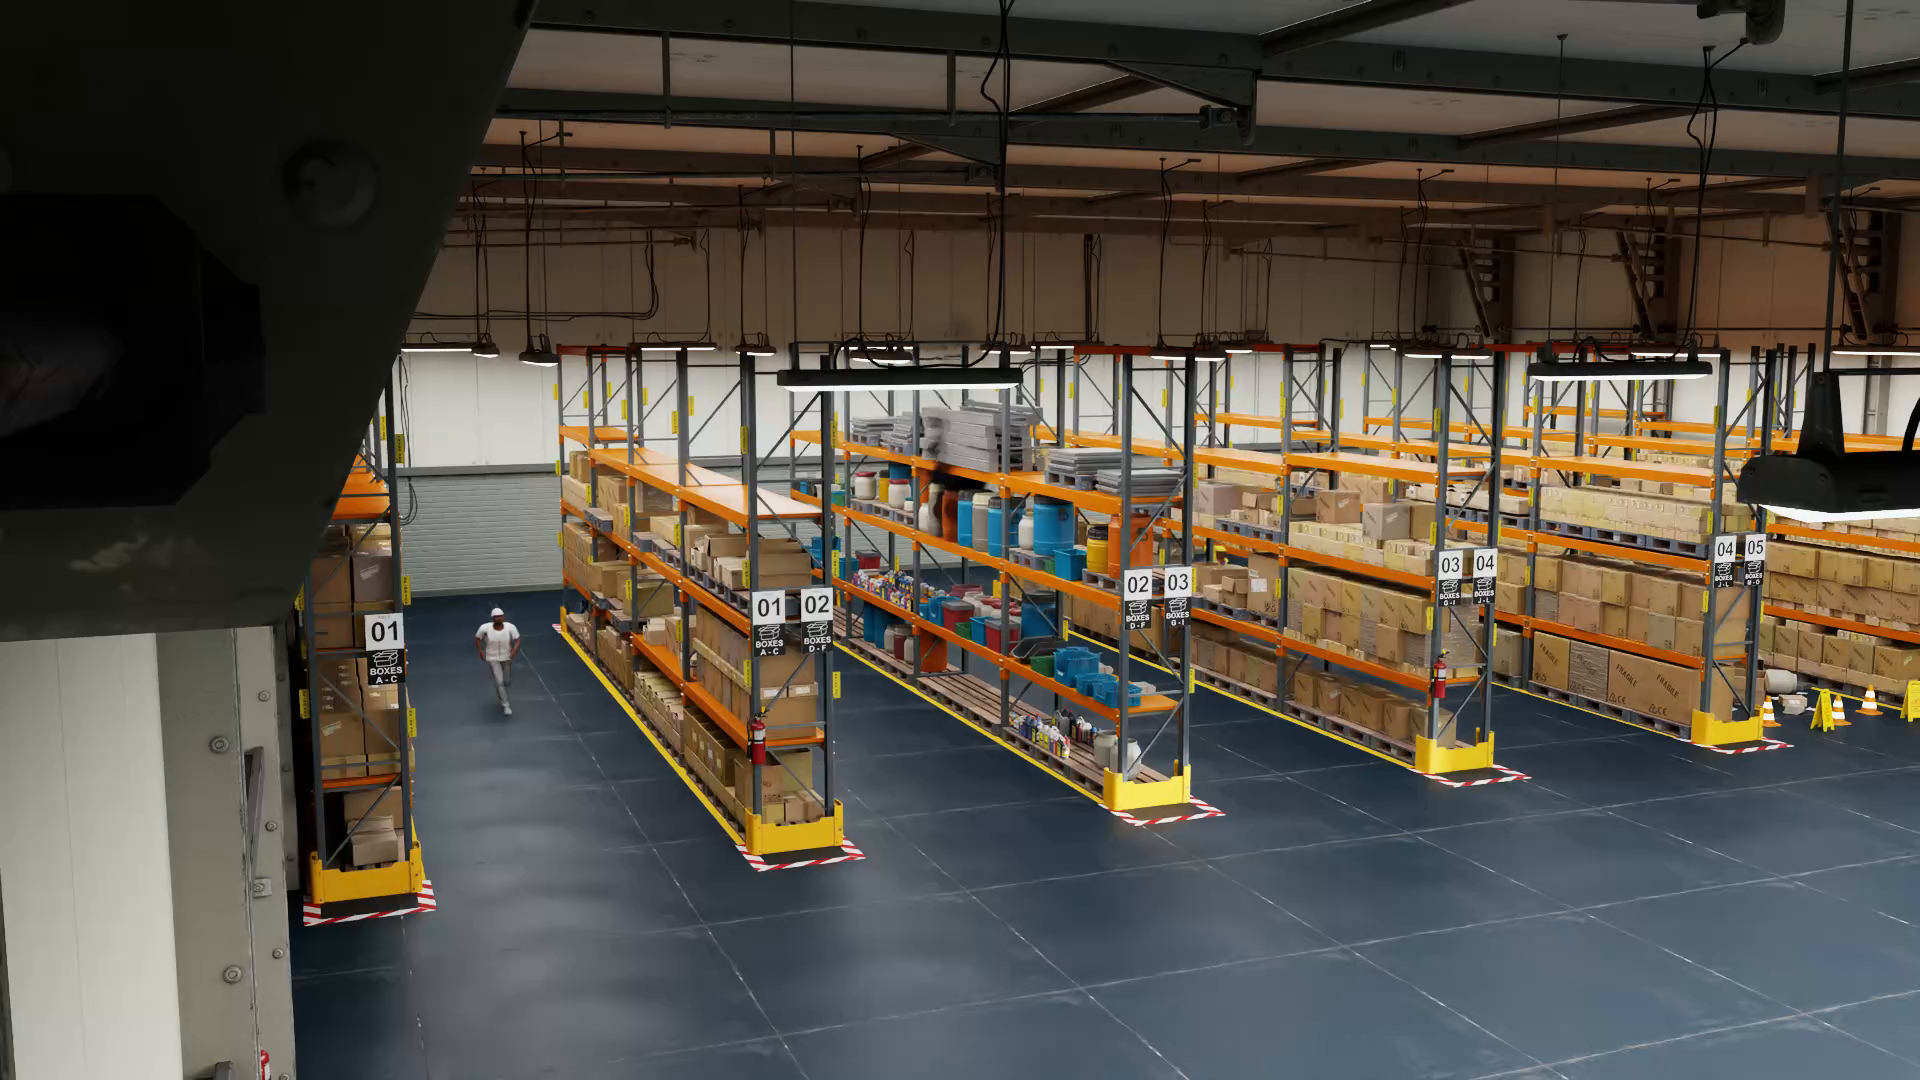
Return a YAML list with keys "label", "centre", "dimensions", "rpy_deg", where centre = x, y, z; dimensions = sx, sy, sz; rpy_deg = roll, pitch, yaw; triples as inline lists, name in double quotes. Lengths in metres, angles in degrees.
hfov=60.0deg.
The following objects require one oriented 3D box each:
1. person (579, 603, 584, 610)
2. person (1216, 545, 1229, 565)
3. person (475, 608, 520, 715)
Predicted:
- label: "person"
  centre: [-8.146, 0.924, 36.522]
  dimensions: [0.540, 1.554, 0.495]
  rpy_deg: [1, 7, 9]
- label: "person"
  centre: [5.468, 0.545, 34.979]
  dimensions: [0.640, 0.879, 0.702]
  rpy_deg: [-3, 8, -24]
- label: "person"
  centre: [-7.652, 1.977, 27.607]
  dimensions: [0.726, 1.750, 0.906]
  rpy_deg: [-3, 8, -24]
